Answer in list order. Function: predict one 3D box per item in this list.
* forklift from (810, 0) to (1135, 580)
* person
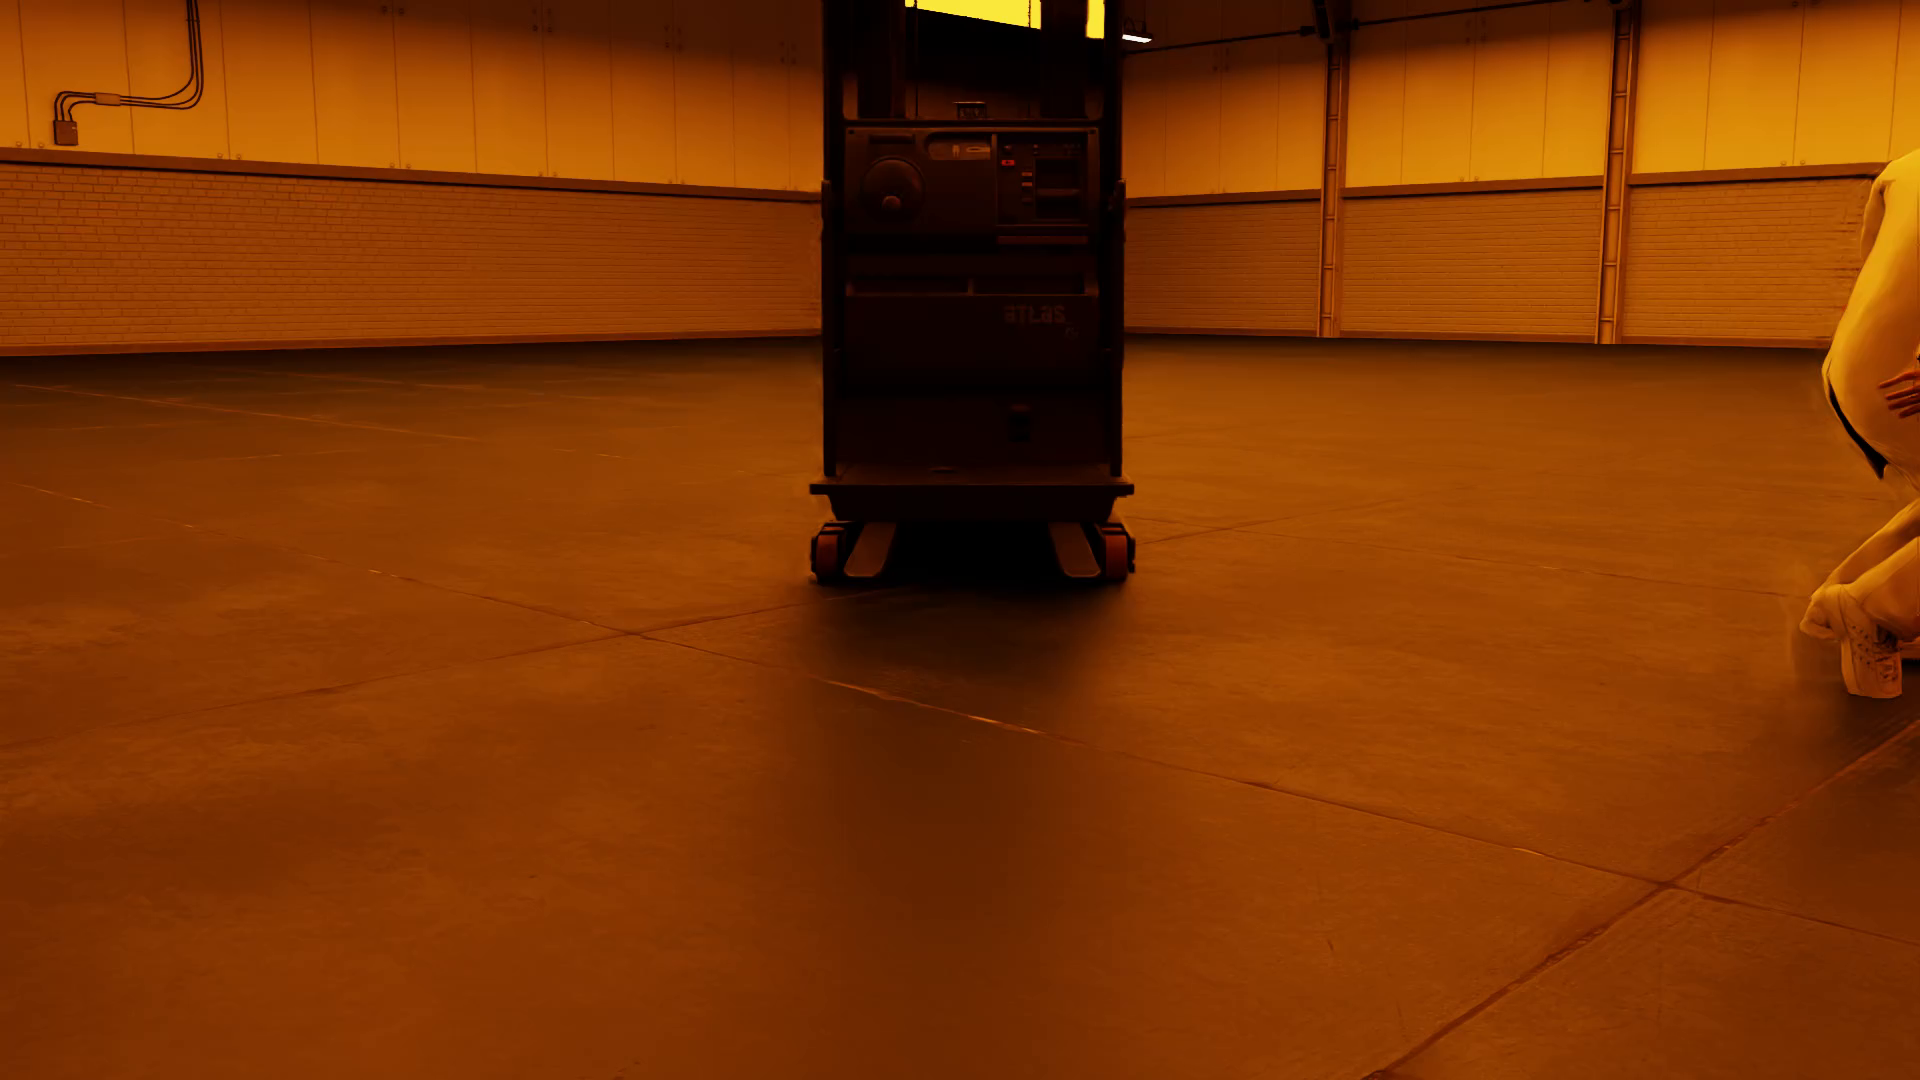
[{"bbox_3d":[0.044,-1.353,5.856,1.130,2.935,3.031,0,9,0],"label":"forklift"},{"bbox_3d":[2.489,-0.391,4.224,0.509,1.670,1.057,3,9,18],"label":"person"}]
